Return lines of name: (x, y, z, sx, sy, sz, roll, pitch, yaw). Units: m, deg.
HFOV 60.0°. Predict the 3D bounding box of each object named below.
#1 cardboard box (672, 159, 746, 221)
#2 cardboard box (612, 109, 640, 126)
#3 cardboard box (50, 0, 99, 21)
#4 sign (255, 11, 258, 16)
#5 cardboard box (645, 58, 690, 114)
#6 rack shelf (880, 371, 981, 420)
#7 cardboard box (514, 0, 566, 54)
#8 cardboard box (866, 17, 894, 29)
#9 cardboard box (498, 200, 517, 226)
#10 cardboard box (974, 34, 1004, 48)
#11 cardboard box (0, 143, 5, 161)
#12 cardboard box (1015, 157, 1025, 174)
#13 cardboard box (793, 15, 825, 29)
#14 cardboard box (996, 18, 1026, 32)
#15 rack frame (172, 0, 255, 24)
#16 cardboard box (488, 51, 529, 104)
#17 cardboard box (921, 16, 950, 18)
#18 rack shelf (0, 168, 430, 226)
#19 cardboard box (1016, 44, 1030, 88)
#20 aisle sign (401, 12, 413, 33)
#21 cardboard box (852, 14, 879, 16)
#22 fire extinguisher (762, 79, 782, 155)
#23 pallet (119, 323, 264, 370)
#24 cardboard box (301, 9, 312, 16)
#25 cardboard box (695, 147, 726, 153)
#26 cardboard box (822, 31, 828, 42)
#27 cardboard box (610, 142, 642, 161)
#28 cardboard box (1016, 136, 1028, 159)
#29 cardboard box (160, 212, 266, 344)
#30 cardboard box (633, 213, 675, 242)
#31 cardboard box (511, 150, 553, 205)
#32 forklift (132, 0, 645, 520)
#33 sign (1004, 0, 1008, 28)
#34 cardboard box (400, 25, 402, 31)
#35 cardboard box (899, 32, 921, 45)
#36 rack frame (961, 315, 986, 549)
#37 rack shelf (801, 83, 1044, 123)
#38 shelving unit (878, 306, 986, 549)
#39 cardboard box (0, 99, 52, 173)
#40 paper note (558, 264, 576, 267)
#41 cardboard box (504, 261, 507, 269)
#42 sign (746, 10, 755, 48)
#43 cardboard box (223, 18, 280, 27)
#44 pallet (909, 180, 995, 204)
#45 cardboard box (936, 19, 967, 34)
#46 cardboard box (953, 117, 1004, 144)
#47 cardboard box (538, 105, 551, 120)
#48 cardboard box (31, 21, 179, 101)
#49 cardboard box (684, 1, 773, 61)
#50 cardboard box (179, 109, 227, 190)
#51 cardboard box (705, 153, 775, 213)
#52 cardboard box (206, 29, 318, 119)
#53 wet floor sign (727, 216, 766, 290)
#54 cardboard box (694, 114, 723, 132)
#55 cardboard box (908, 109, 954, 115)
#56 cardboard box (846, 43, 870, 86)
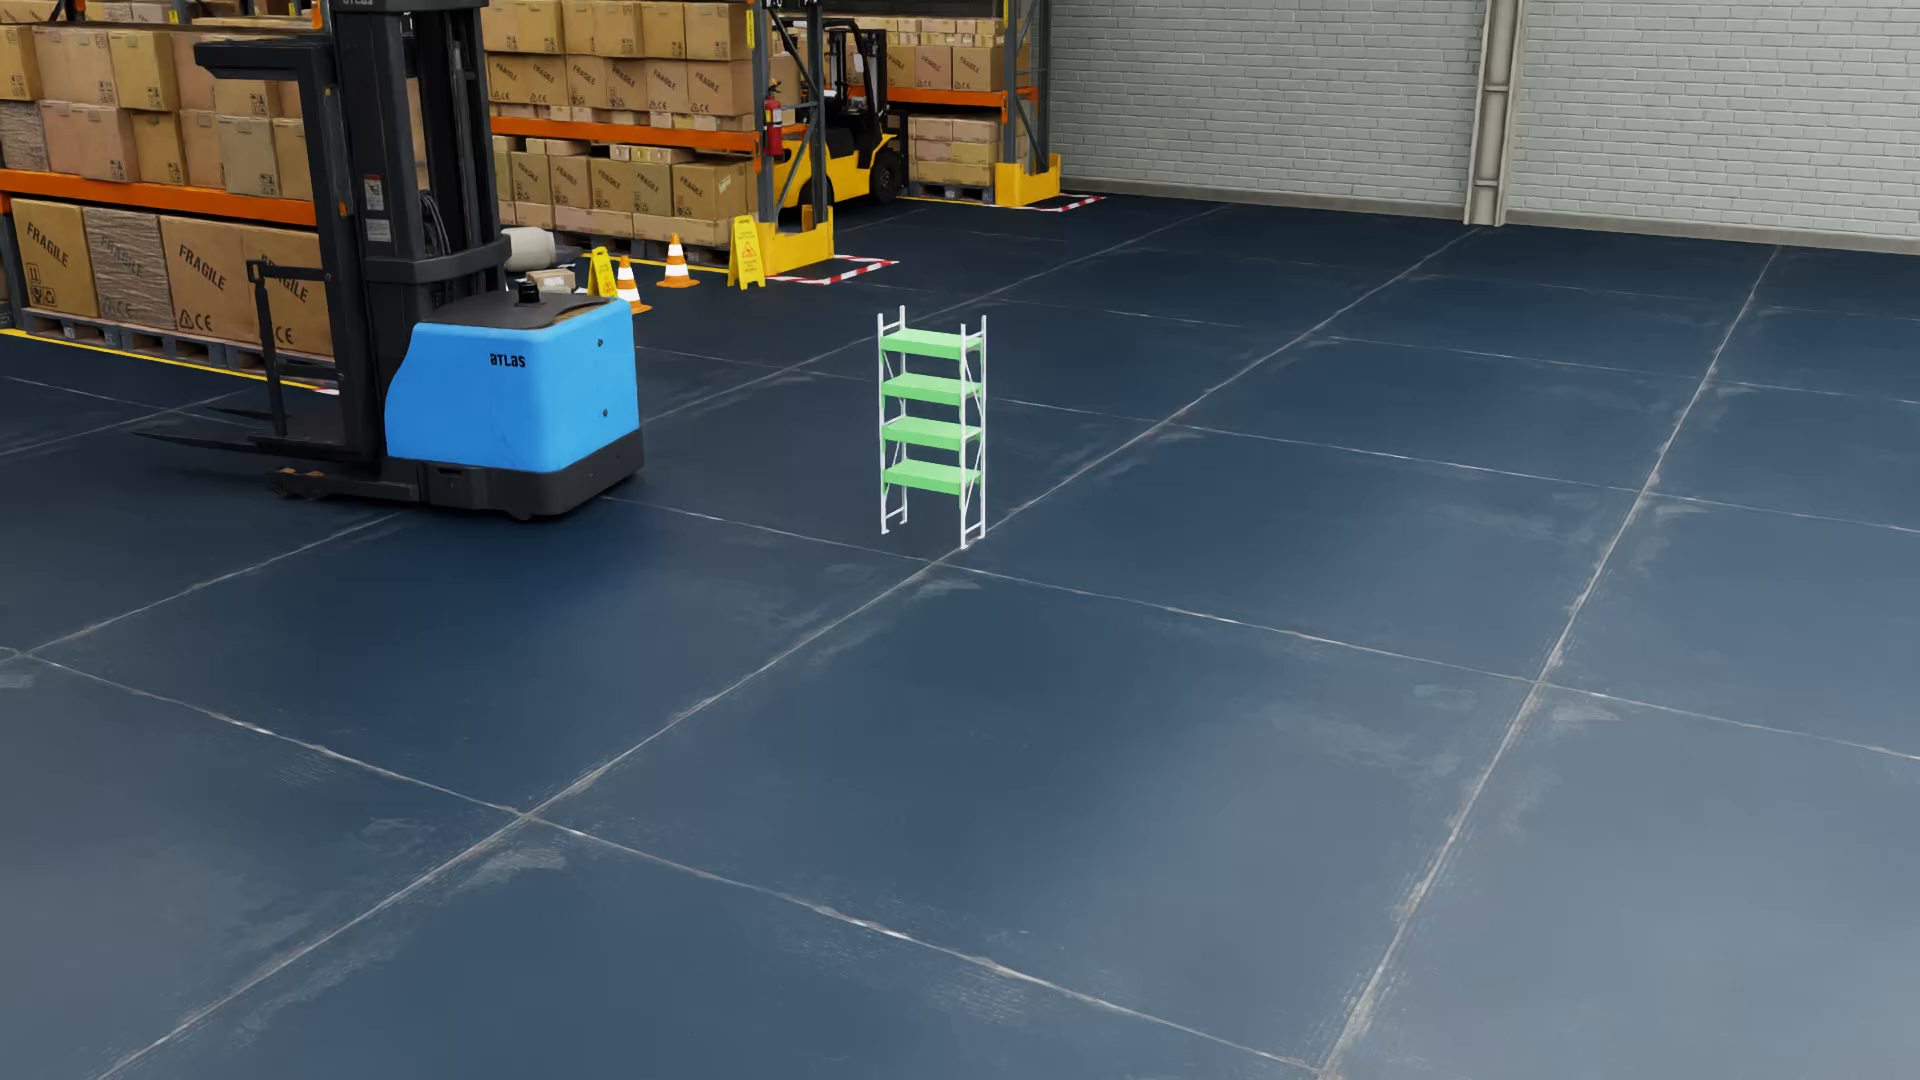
cardboard box: (-2.436, -3.409, 16.180, 0.500, 0.500, 0.500, 11, 23, 28)
cardboard box: (-3.191, -4.168, 16.325, 0.250, 0.149, 0.380, 11, 22, 27)
cardboard box: (-10.493, -6.205, 19.960, 0.500, 0.500, 0.500, 10, 22, 26)
sign: (-8.337, -6.096, 19.691, 0.005, 0.325, 0.100, 11, 23, 27)
cardboard box: (-2.653, -4.376, 15.946, 0.500, 0.500, 0.500, 11, 23, 27)
rack shelf: (-0.145, -0.757, 8.676, 0.480, 0.148, 0.258, 11, 23, 27)
cardboard box: (-3.963, -5.097, 16.469, 0.500, 0.500, 0.700, 10, 22, 26)
cardboard box: (-0.949, -6.316, 20.344, 0.250, 0.149, 0.380, 11, 23, 28)
cardboard box: (-4.718, -3.487, 17.497, 0.500, 0.250, 0.500, 10, 22, 25)
cardboard box: (0.369, -5.900, 19.634, 0.250, 0.149, 0.380, 11, 23, 28)
cardboard box: (-8.013, -3.325, 13.485, 0.500, 0.500, 0.500, 11, 22, 27)
cardboard box: (0.475, -4.619, 20.616, 0.500, 0.250, 0.500, 11, 23, 28)
cardboard box: (-1.876, -6.460, 20.741, 0.250, 0.149, 0.380, 11, 23, 28)
cardboard box: (0.619, -6.185, 19.984, 0.250, 0.149, 0.380, 10, 22, 26)
rack frame: (-8.594, -5.426, 19.425, 0.127, 3.000, 1.000, 11, 23, 27)
cardboard box: (-4.404, -4.715, 16.882, 0.500, 0.500, 0.500, 11, 23, 27)
cardboard box: (-0.281, -6.361, 20.467, 0.250, 0.149, 0.380, 12, 23, 29)
rack shelf: (-5.681, -2.600, 12.688, 4.000, 0.370, 1.077, 11, 23, 27)
cardboard box: (0.511, -5.786, 20.271, 0.500, 0.500, 0.500, 12, 23, 29)
aisle sign: (-3.727, -3.905, 11.419, 0.004, 0.787, 0.394, 11, 23, 27)
cardboard box: (-1.156, -6.545, 20.976, 0.250, 0.149, 0.380, 11, 22, 27)
fire extinguisher: (-1.734, -3.903, 15.340, 0.183, 0.674, 0.296, 11, 23, 27)
pallet: (-5.733, -1.607, 12.987, 1.213, 0.211, 1.003, 11, 23, 27)
cardboard box: (-9.355, -7.667, 24.840, 0.500, 0.500, 0.700, 11, 23, 29)
cardboard box: (-3.145, -5.404, 22.230, 0.625, 0.625, 0.875, 12, 23, 30)
cardboard box: (-1.659, -6.275, 20.668, 0.250, 0.149, 0.380, 11, 22, 27)
cardboard box: (-3.236, -3.842, 16.423, 0.250, 0.149, 0.380, 12, 23, 30)
cardboard box: (0.499, -4.854, 20.531, 0.500, 0.250, 0.500, 11, 23, 28)
cardboard box: (-5.329, -2.043, 12.598, 0.875, 0.875, 0.875, 10, 22, 26)
cardboard box: (-2.895, -3.143, 16.549, 0.500, 0.250, 0.500, 11, 23, 27)
cardboard box: (-4.245, -3.754, 17.133, 0.500, 0.500, 0.500, 12, 23, 29)
forklift: (-3.448, -1.766, 9.435, 3.031, 2.935, 1.130, 6, 21, 17)
sign: (0.531, -6.071, 19.156, 0.005, 0.325, 0.100, 11, 23, 27)
cardboard box: (-5.617, -5.154, 17.475, 0.500, 0.500, 0.500, 10, 22, 26)
cardboard box: (-0.533, -6.070, 20.103, 0.250, 0.149, 0.380, 10, 22, 26)
rack frame: (0.069, -0.551, 8.625, 0.015, 1.200, 0.240, 11, 23, 27)
rack shelf: (-0.938, -5.569, 20.873, 4.000, 0.370, 1.077, 11, 23, 27)
shelving unit: (-0.145, -0.592, 8.736, 0.503, 1.200, 0.258, 11, 23, 27)
cardboard box: (-7.099, -3.283, 13.298, 0.550, 0.550, 0.875, 11, 23, 27)
paper note: (-3.831, -2.680, 16.209, 0.148, 0.019, 0.142, 3, 20, 9)
cardboard box: (-4.378, -2.461, 14.911, 0.637, 0.503, 0.797, -4, 20, -10)
sign: (-1.898, -4.627, 15.060, 0.005, 0.325, 0.100, 11, 23, 27)
cardboard box: (-7.855, -5.582, 18.656, 0.500, 0.500, 0.500, 12, 23, 30)
pallet: (0.120, -4.378, 20.625, 1.213, 0.211, 1.003, 11, 23, 27)
cardboard box: (-0.080, -6.130, 19.831, 0.250, 0.149, 0.380, 11, 23, 28)
cardboard box: (0.254, -4.933, 20.015, 0.500, 0.250, 0.500, 12, 23, 29)
cardboard box: (-4.043, -4.347, 16.818, 0.250, 0.149, 0.380, 11, 23, 27)
cardboard box: (-6.585, -3.720, 12.919, 0.550, 0.550, 0.875, 11, 23, 27)
cardboard box: (-2.162, -4.773, 15.574, 0.500, 0.500, 0.700, 10, 22, 26)
cardboard box: (-5.200, -2.940, 12.350, 0.550, 0.550, 0.875, 11, 23, 27)
cardboard box: (-2.200, -3.573, 16.634, 0.500, 0.500, 0.500, 10, 22, 26)
cardboard box: (-4.766, -3.321, 11.817, 0.550, 0.550, 0.875, 11, 23, 27)
wet floor sign: (-1.965, -2.639, 15.194, 0.267, 0.644, 0.232, -16, 26, -38)
cardboard box: (-2.316, -3.985, 15.821, 0.250, 0.149, 0.380, 10, 22, 27)
cardboard box: (-0.389, -5.254, 20.900, 0.500, 0.250, 0.500, 11, 22, 27)
cardboard box: (-1.090, -5.879, 20.528, 0.500, 0.500, 0.500, 11, 23, 28)
